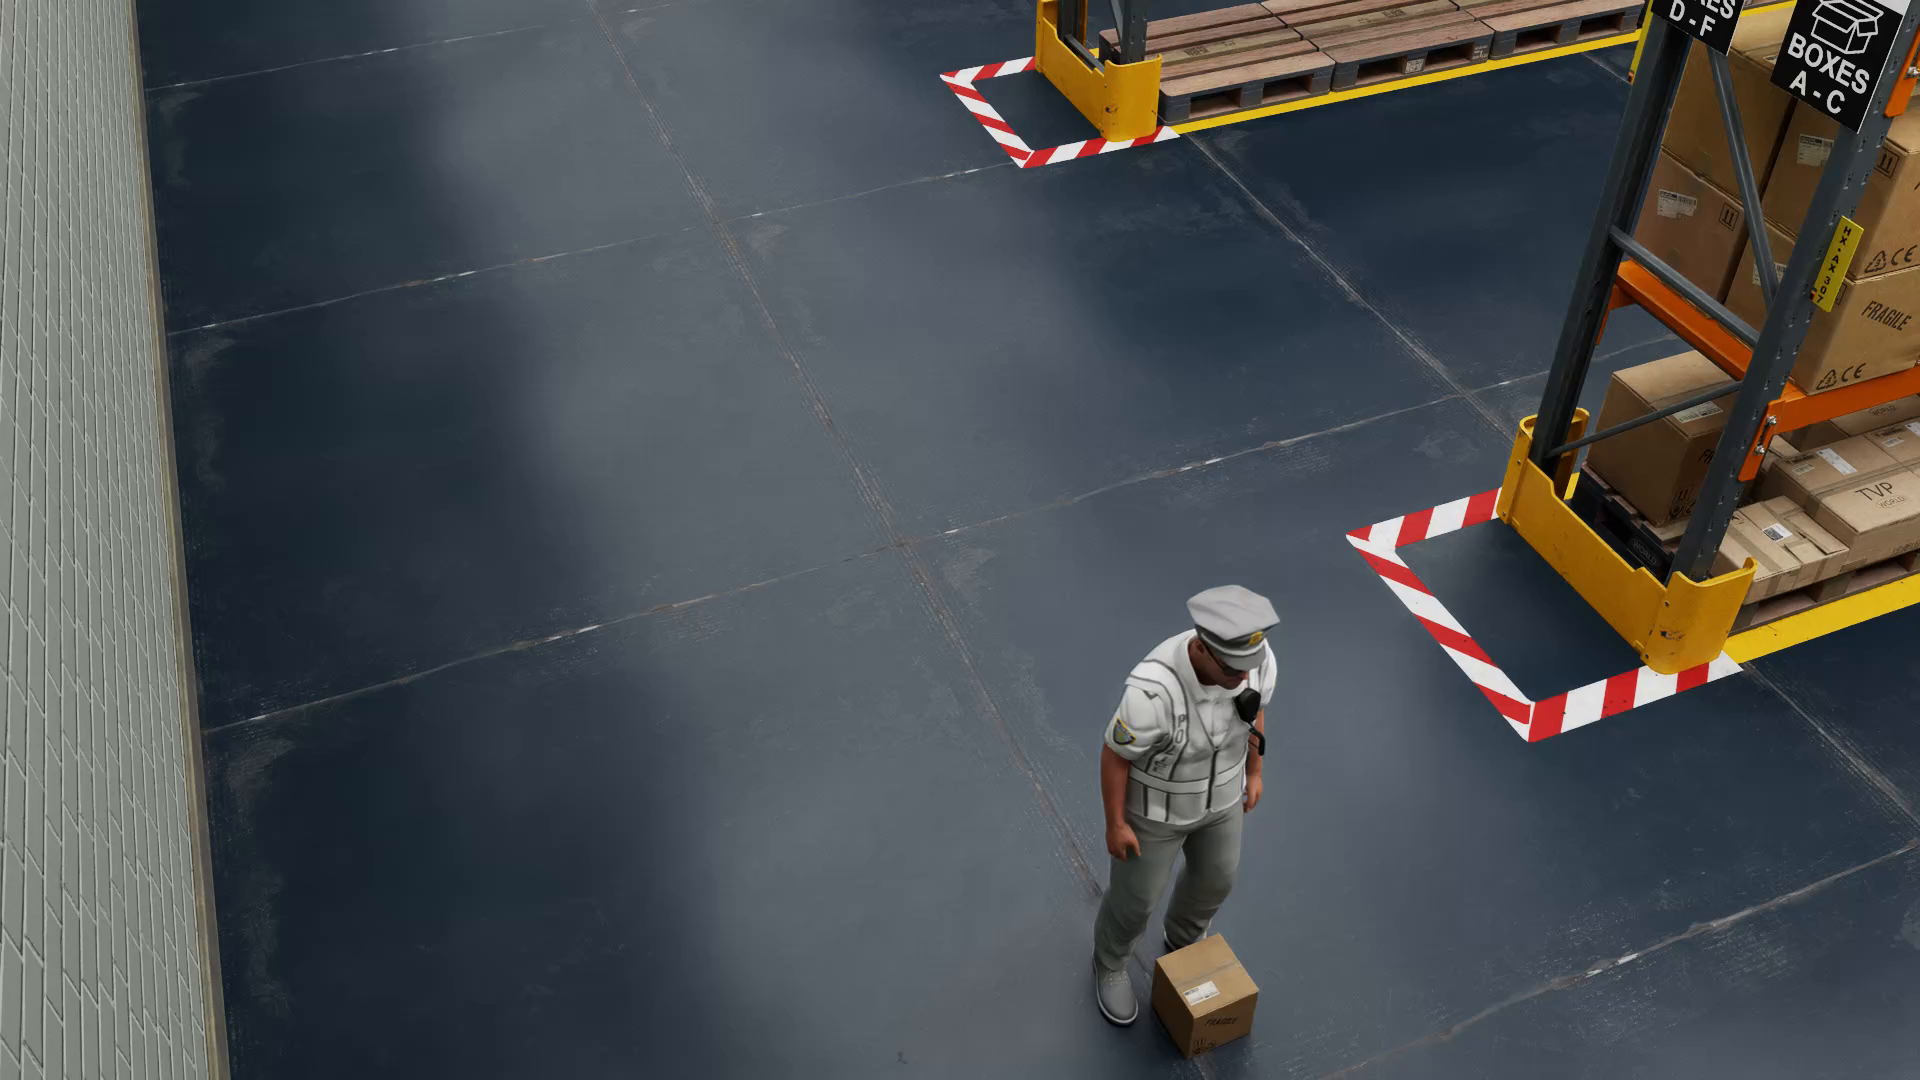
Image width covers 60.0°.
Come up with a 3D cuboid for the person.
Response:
[{"bbox_3d":[0.706,0.808,5.240,0.595,1.746,0.480,-18,44,-19],"label":"person"}]
